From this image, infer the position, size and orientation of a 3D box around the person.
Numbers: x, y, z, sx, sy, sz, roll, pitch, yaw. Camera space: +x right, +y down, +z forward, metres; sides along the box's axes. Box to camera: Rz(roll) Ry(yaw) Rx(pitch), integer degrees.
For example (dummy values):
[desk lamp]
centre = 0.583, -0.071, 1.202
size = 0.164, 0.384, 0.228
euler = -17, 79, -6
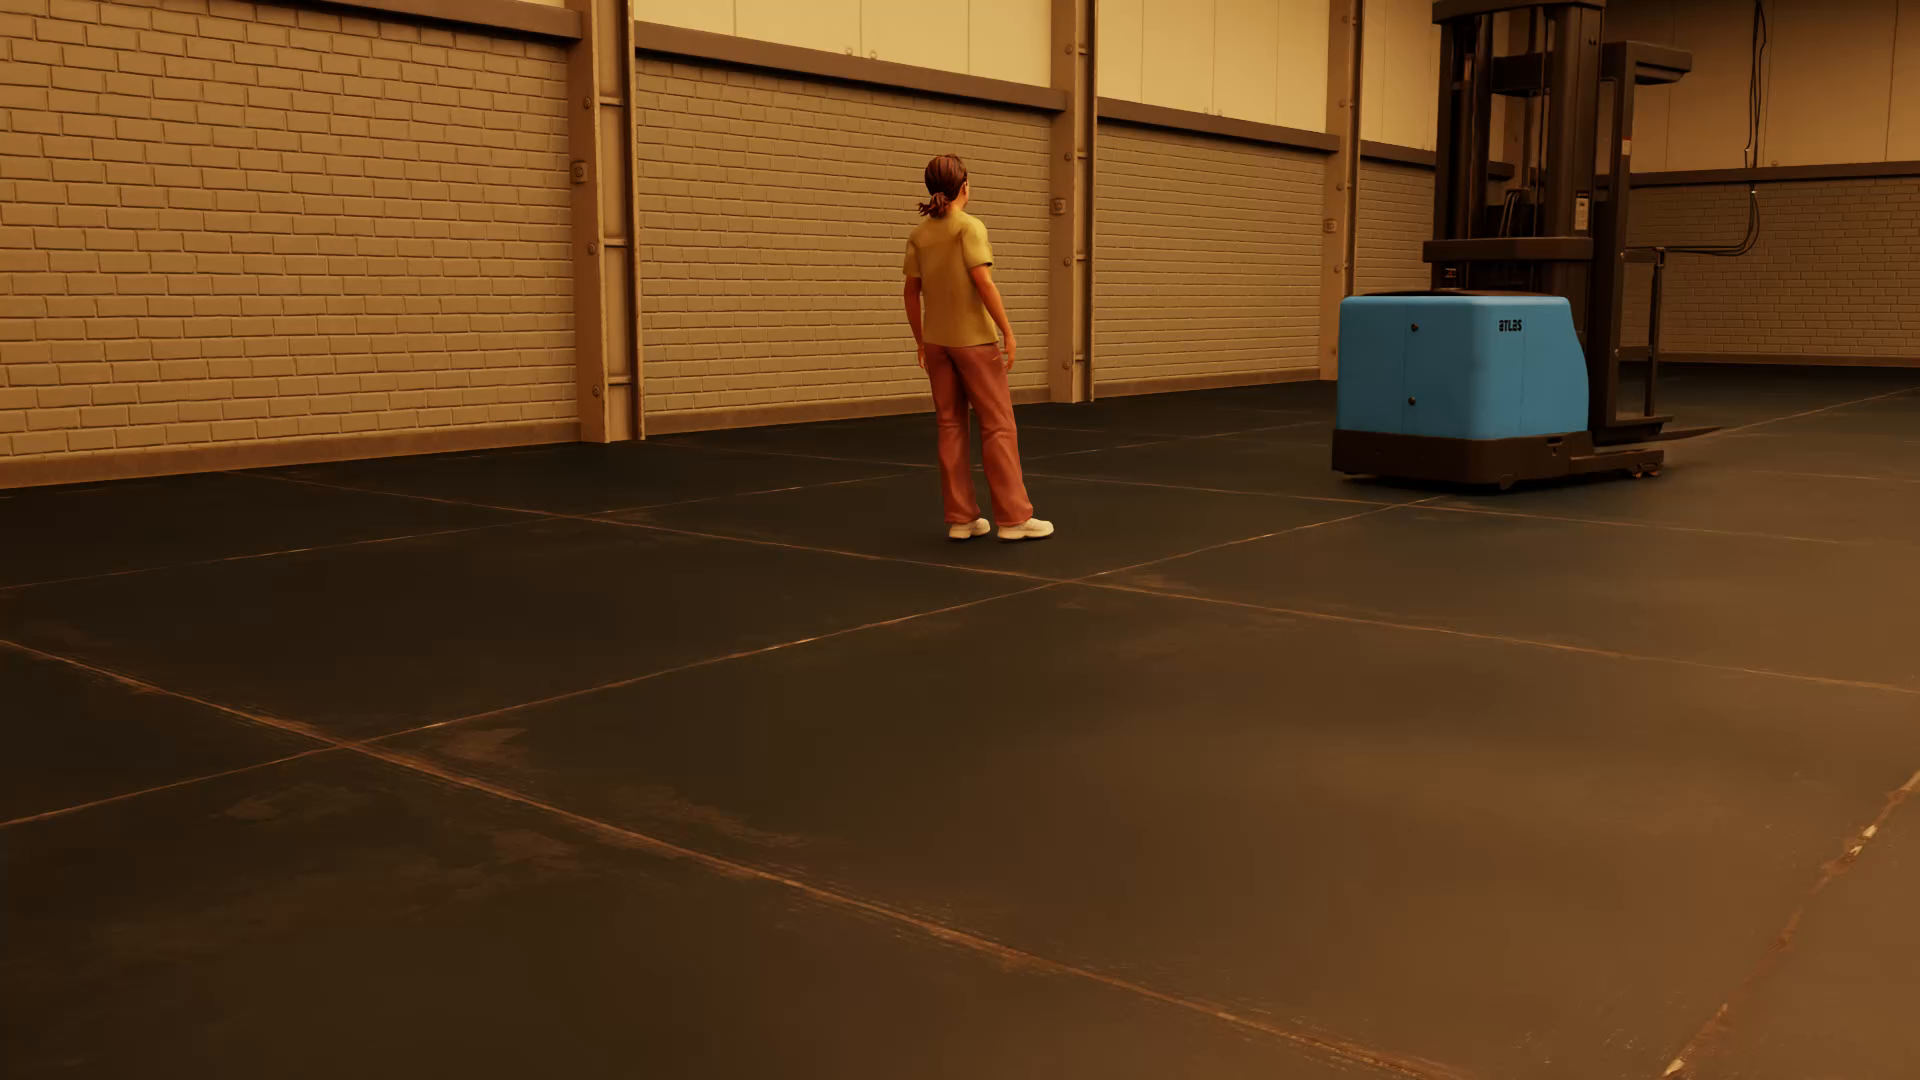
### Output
[person]
centre = 0.056, -0.844, 7.332
size = 0.553, 1.673, 0.548
euler = 7, 11, 38

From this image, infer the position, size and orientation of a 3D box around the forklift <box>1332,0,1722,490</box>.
[forklift]
centre = 3.630, -1.870, 10.059
size = 3.031, 2.935, 1.130
euler = -7, 11, -39
